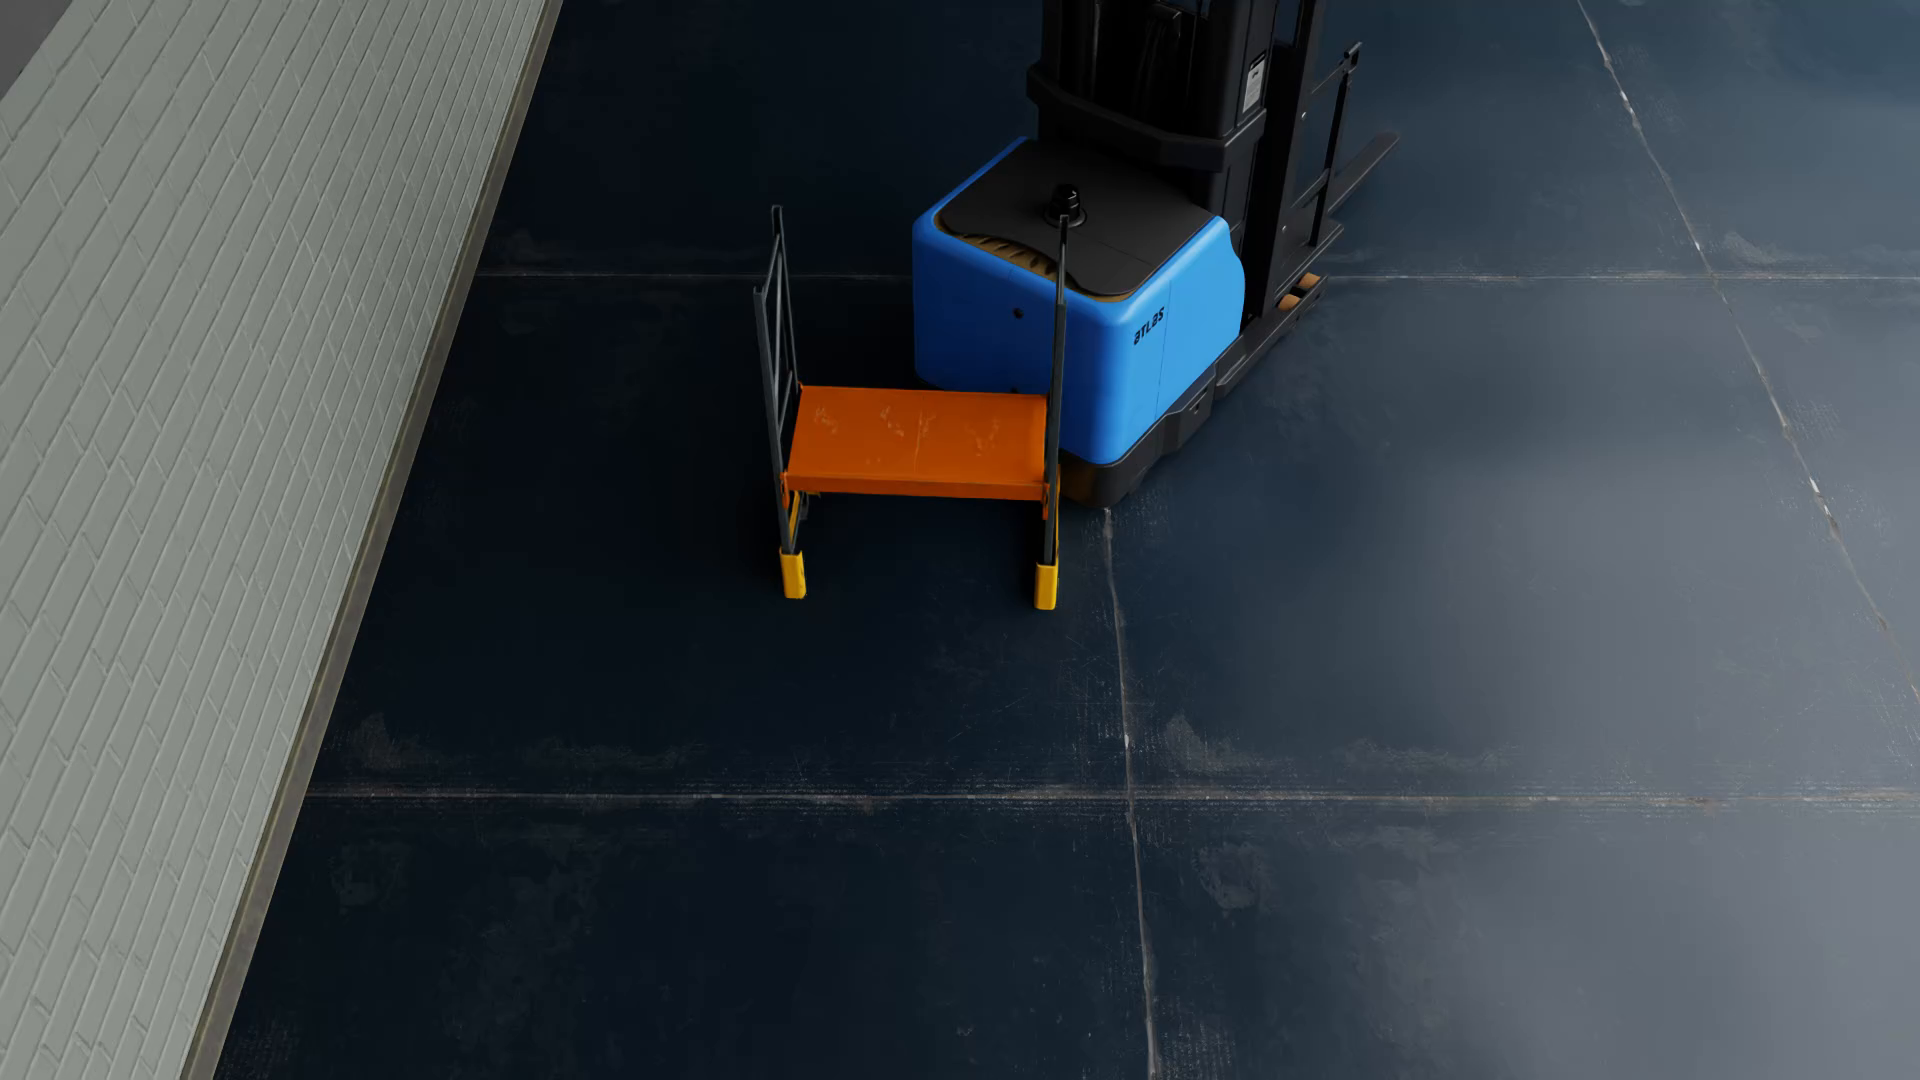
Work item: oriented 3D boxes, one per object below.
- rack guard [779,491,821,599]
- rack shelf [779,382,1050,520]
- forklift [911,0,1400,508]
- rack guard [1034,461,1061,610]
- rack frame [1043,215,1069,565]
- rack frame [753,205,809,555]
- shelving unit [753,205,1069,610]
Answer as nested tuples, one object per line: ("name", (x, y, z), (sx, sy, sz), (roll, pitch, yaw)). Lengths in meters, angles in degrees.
("rack guard", (-0.643, -0.065, 6.721), (0.087, 0.250, 0.587), (2, 47, 2))
("rack shelf", (-0.155, -0.348, 6.376), (1.000, 0.185, 0.538), (2, 47, 2))
("forklift", (1.071, -2.167, 6.846), (1.130, 2.935, 3.031), (28, 53, 24))
("rack guard", (0.351, -0.023, 6.682), (0.087, 0.250, 0.587), (2, 47, 2))
("rack frame", (0.353, -0.449, 6.224), (0.032, 1.500, 0.500), (2, 47, 2))
("rack frame", (-0.662, -0.492, 6.264), (0.032, 1.500, 0.500), (2, 47, 2))
("shelving unit", (-0.146, -0.470, 6.244), (1.083, 1.500, 0.587), (2, 47, 2))
